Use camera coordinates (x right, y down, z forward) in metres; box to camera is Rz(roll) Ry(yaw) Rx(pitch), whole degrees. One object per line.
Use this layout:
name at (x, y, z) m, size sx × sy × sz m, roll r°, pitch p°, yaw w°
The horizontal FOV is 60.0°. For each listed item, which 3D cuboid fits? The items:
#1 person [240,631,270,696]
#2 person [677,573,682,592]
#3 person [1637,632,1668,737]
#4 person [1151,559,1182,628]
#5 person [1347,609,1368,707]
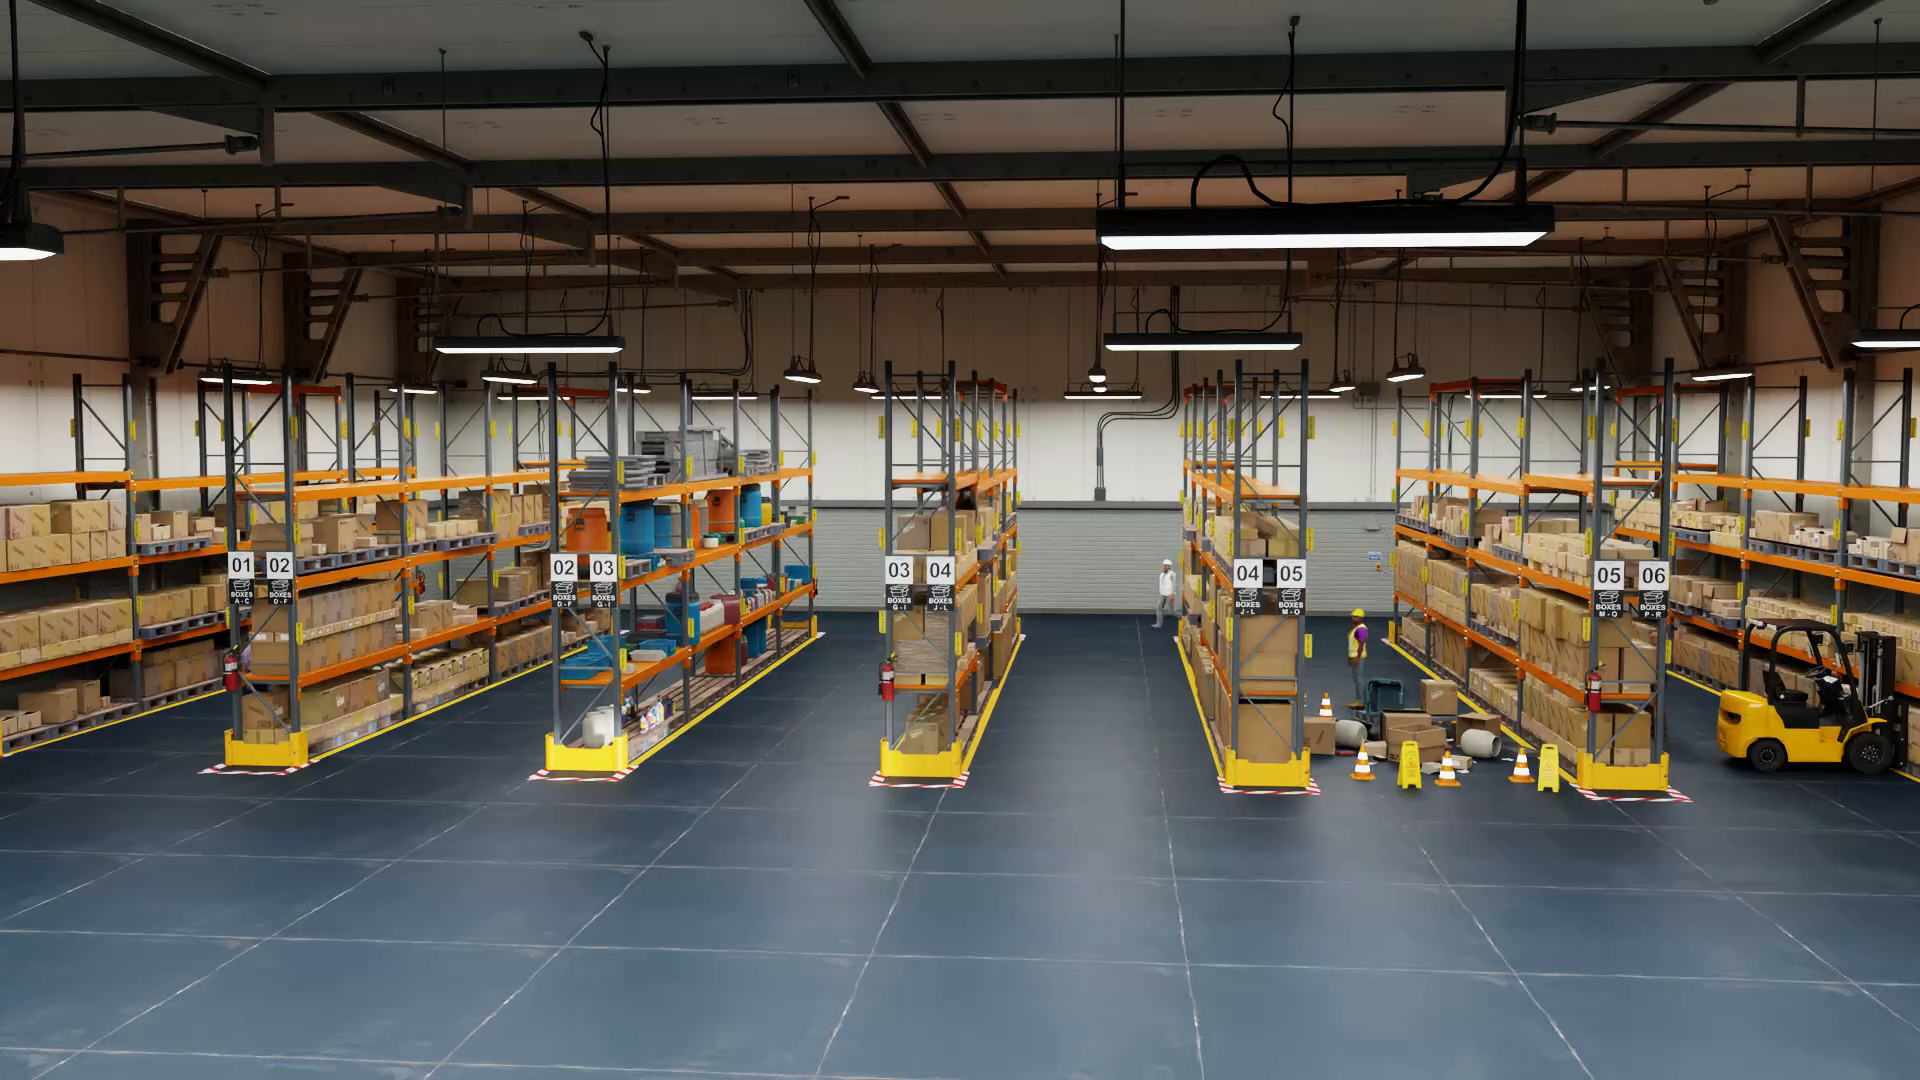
person at (-11.822, 2.349, 27.884) m, size 0.377 × 1.661 × 0.523 m, roll 3°, pitch 5°, yaw 35°
person at (-6.218, 1.634, 37.502) m, size 0.438 × 1.778 × 0.667 m, roll -1°, pitch 4°, yaw -13°
person at (11.309, 2.376, 27.160) m, size 0.520 × 1.771 × 0.579 m, roll 3°, pitch 5°, yaw 35°
person at (5.281, 1.356, 42.062) m, size 0.920 × 1.742 × 0.553 m, roll -1°, pitch 4°, yaw -15°
person at (7.206, 2.134, 30.160) m, size 0.372 × 1.764 × 0.638 m, roll 1°, pitch 4°, yaw 16°
